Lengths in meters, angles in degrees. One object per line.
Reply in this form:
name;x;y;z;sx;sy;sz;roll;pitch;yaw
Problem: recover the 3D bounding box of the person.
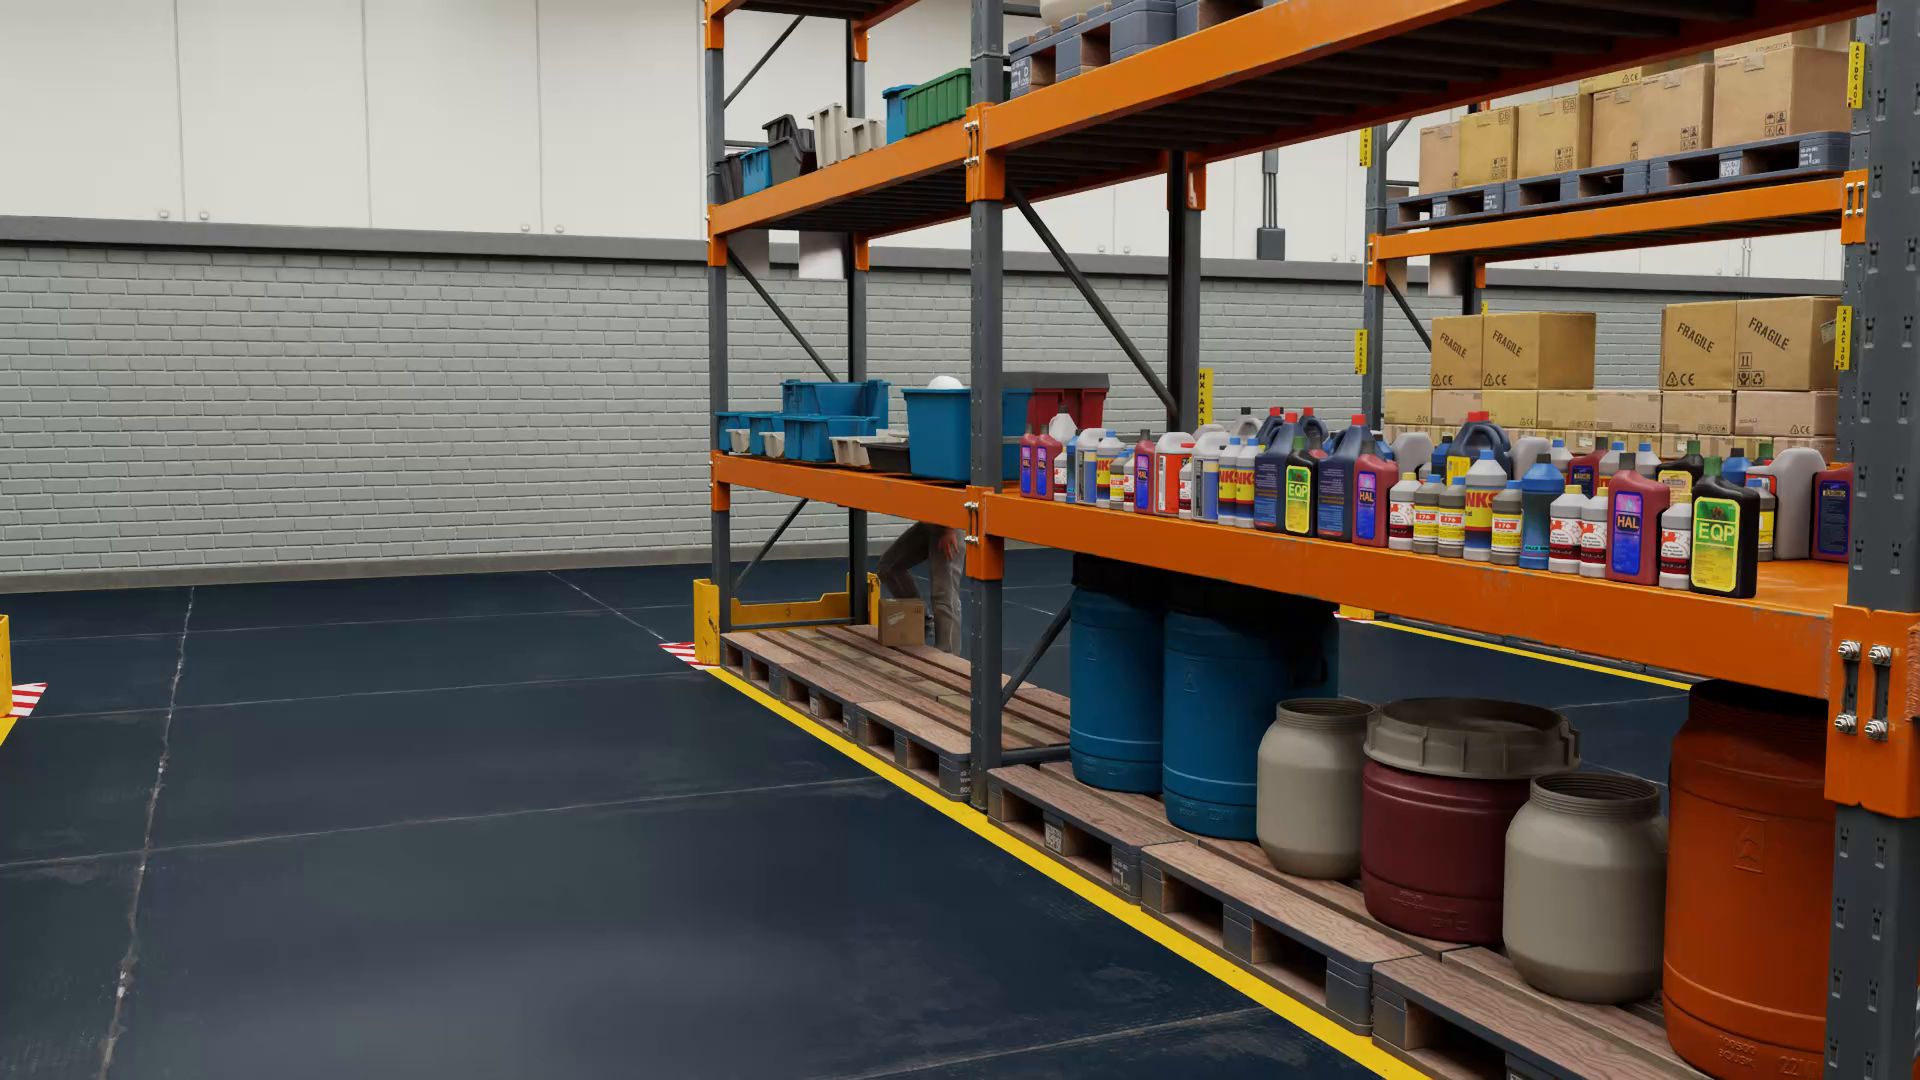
person;-0.179;-0.079;9.838;0.614;1.774;0.634;-1;5;-7
